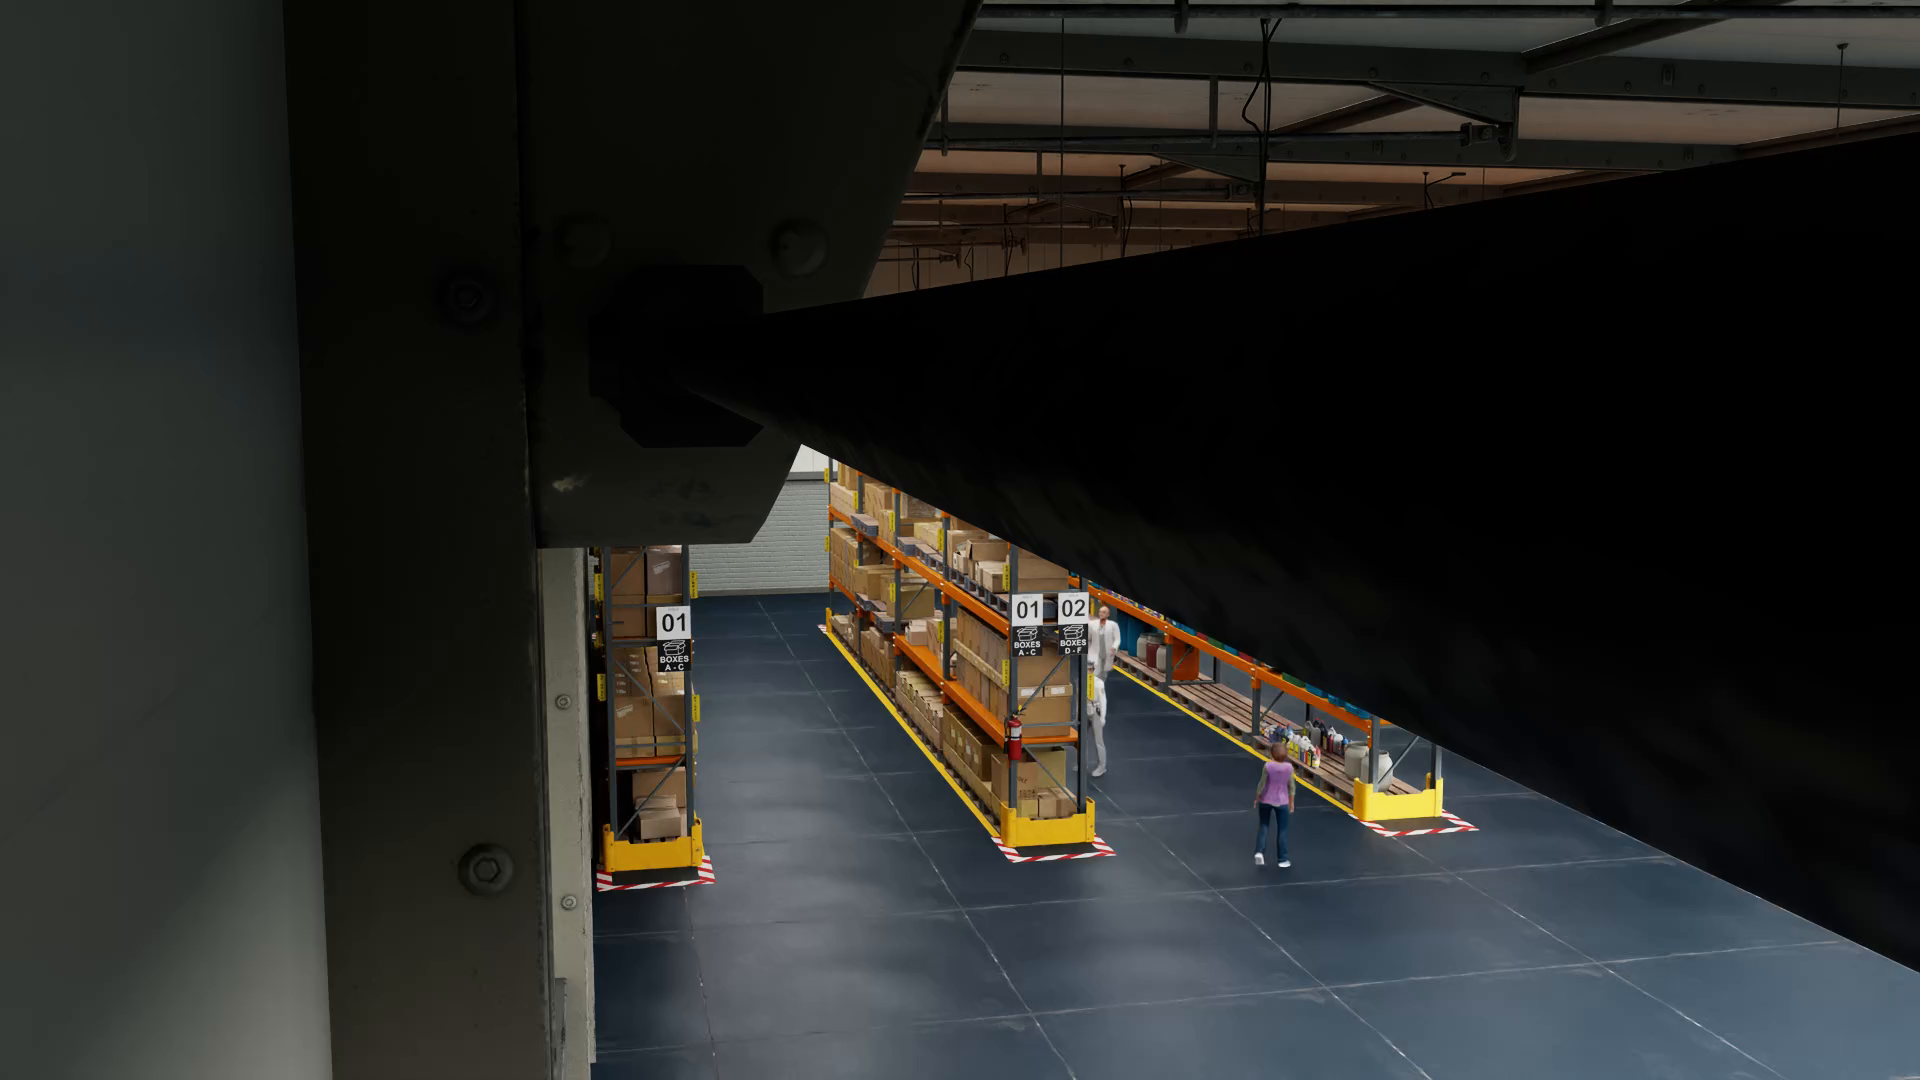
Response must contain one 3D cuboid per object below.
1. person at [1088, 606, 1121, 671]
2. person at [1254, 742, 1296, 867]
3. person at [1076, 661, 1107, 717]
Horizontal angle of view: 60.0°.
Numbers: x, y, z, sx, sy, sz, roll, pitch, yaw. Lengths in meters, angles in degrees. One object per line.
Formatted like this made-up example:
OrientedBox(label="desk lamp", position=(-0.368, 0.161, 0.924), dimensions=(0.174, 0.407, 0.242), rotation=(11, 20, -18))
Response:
OrientedBox(label="person", position=(2.492, 2.061, 29.086), dimensions=(0.601, 1.812, 0.946), rotation=(-1, 7, -7))
OrientedBox(label="person", position=(3.787, 3.184, 20.015), dimensions=(0.498, 1.595, 0.517), rotation=(3, 7, 22))
OrientedBox(label="person", position=(1.905, 2.181, 24.461), dimensions=(0.516, 0.833, 0.350), rotation=(7, 9, 44))
